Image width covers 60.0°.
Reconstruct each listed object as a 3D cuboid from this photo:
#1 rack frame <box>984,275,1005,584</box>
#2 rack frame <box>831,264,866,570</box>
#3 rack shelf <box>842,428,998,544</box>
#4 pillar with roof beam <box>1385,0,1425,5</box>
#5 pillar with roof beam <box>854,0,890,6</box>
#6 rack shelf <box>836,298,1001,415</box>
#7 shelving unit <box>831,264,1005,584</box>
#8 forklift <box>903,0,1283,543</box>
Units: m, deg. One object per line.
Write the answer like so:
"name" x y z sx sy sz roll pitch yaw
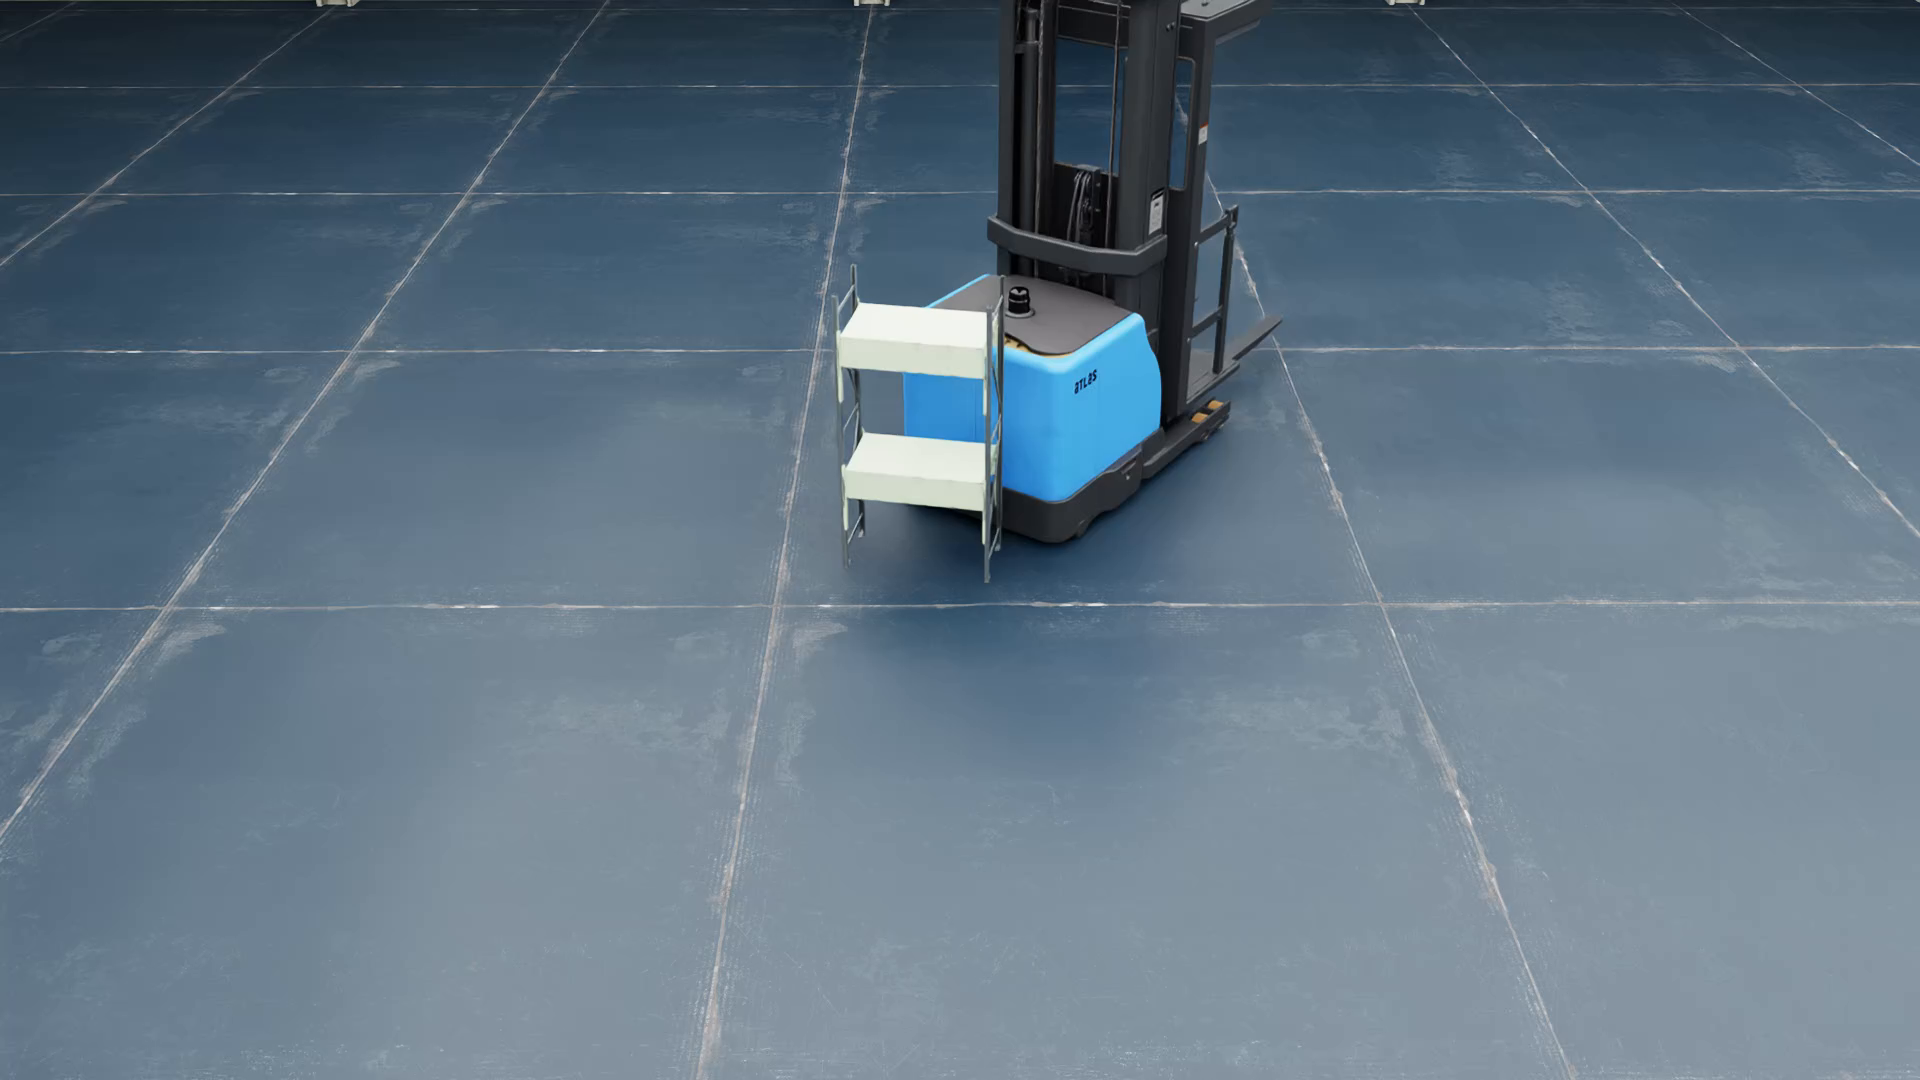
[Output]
"rack frame" 0.169 -0.520 8.162 0.023 1.500 0.400 6 32 9
"rack frame" -0.550 -0.592 8.280 0.023 1.500 0.400 6 32 9
"rack shelf" -0.190 -0.277 8.390 0.720 0.370 0.431 6 32 9
"pillar with roof beam" 5.036 -7.695 12.757 0.400 9.000 9.100 0 31 0
"pillar with roof beam" -0.964 -7.676 12.726 0.400 9.000 9.100 0 31 0
"rack shelf" -0.190 -0.890 8.018 0.720 0.370 0.431 6 32 9
"shelving unit" -0.190 -0.556 8.221 0.755 1.500 0.431 6 32 9
"forklift" 0.941 -1.954 9.146 1.130 2.935 3.031 20 36 29
